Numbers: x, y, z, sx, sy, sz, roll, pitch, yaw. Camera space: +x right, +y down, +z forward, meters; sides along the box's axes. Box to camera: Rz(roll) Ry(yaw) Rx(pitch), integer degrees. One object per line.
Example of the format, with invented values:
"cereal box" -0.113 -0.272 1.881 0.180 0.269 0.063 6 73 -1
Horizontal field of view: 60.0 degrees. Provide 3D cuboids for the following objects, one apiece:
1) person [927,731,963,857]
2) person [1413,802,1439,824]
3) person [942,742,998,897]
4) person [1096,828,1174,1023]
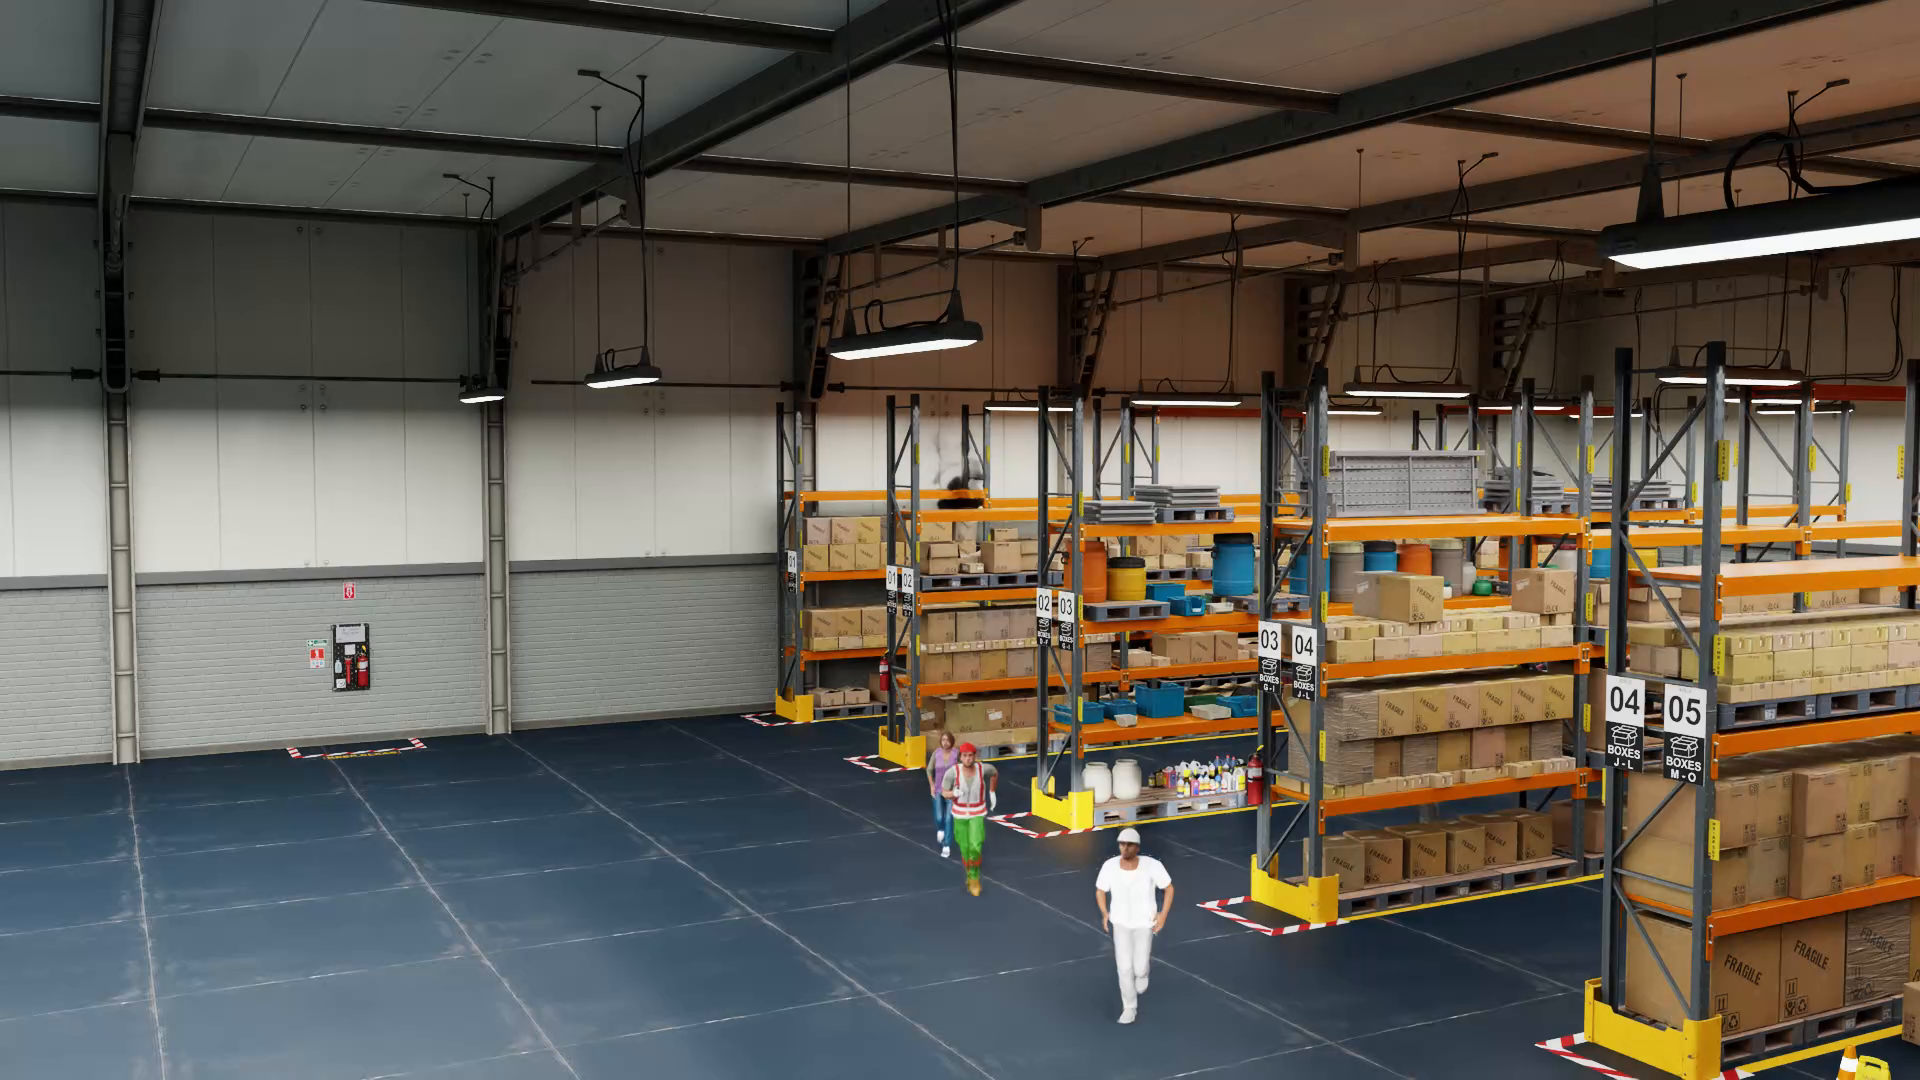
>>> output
"person" -0.150 3.196 21.101 0.559 1.574 0.539 0 3 5
"person" 6.199 3.062 22.297 0.564 1.665 0.563 -2 4 -34
"person" 0.109 3.195 19.107 0.619 1.787 0.808 0 3 6
"person" 1.576 3.452 15.054 0.706 1.740 0.662 1 3 16
